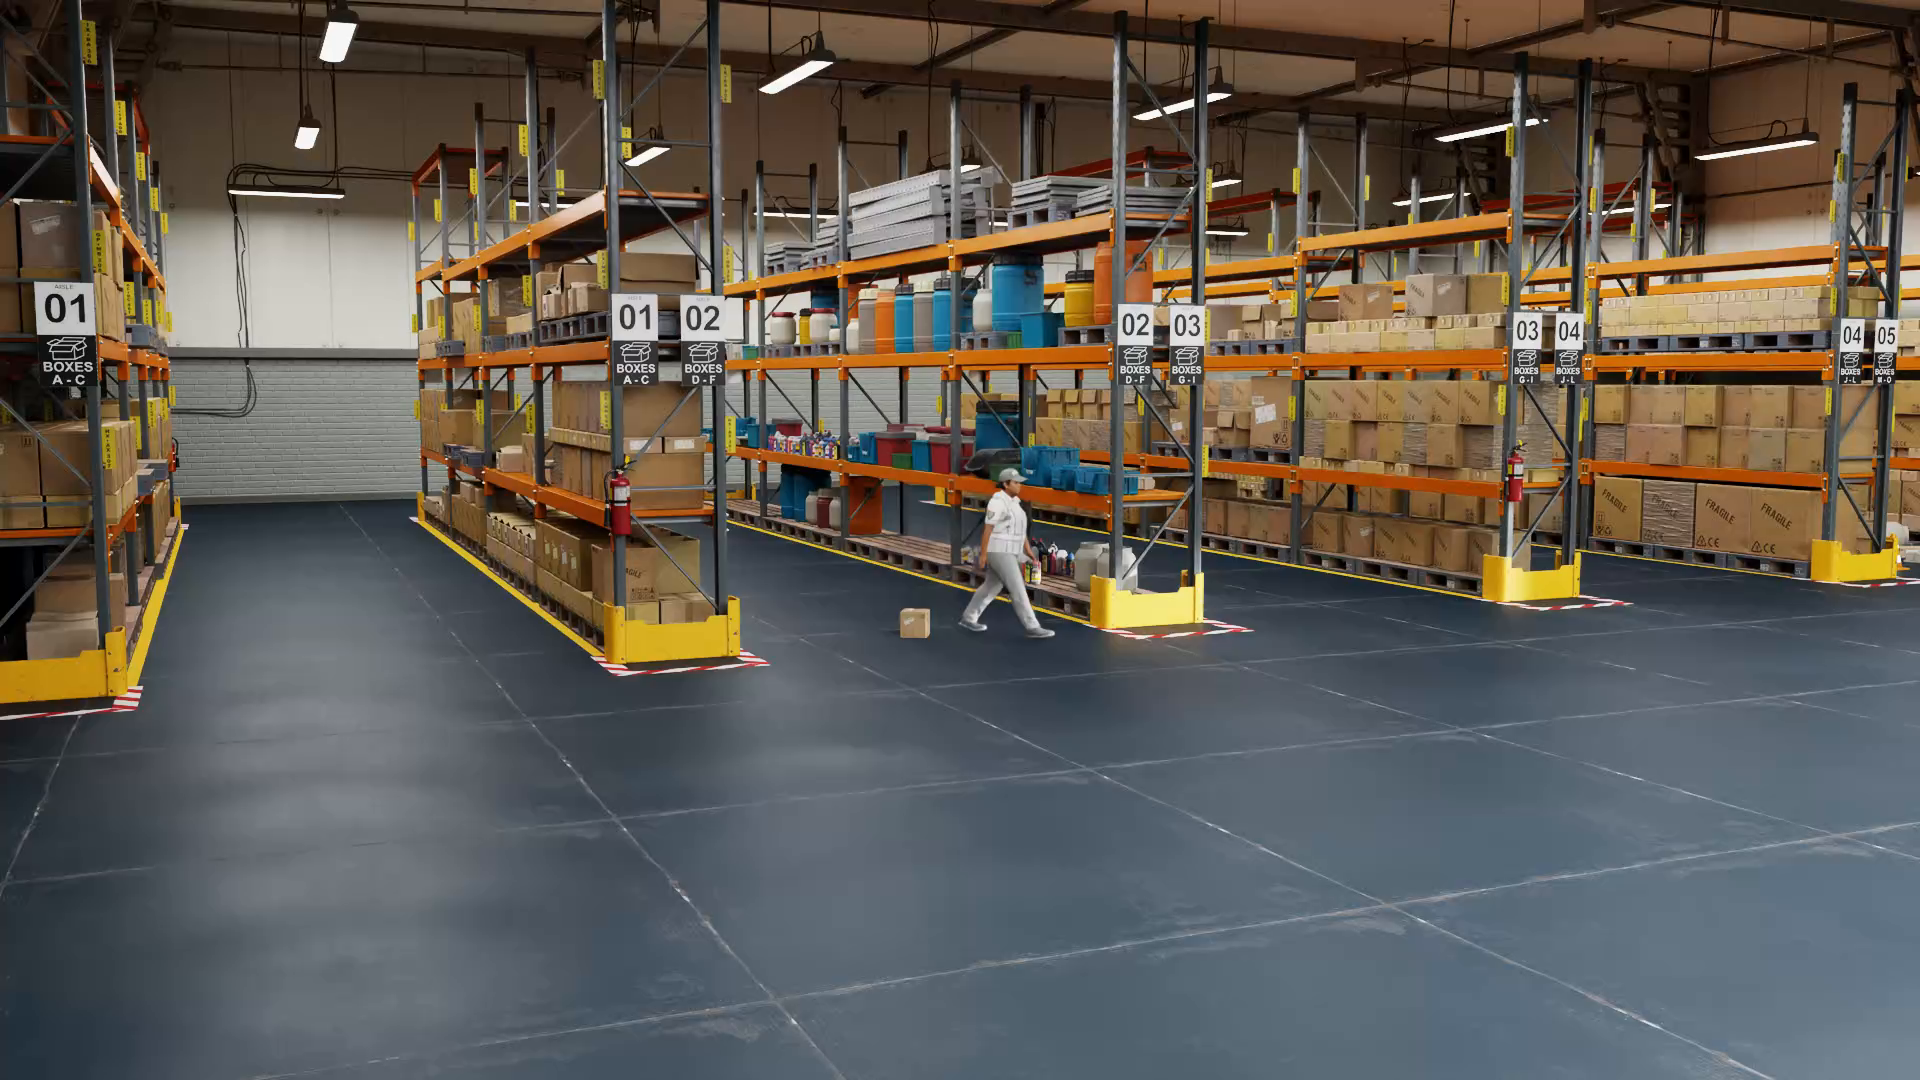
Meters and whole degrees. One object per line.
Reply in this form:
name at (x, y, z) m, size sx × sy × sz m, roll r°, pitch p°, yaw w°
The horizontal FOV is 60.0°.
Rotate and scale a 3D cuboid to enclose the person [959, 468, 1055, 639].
person at (0.469, 0.111, 15.862) m, size 1.060 × 1.593 × 0.489 m, roll 2°, pitch 6°, yaw 23°
